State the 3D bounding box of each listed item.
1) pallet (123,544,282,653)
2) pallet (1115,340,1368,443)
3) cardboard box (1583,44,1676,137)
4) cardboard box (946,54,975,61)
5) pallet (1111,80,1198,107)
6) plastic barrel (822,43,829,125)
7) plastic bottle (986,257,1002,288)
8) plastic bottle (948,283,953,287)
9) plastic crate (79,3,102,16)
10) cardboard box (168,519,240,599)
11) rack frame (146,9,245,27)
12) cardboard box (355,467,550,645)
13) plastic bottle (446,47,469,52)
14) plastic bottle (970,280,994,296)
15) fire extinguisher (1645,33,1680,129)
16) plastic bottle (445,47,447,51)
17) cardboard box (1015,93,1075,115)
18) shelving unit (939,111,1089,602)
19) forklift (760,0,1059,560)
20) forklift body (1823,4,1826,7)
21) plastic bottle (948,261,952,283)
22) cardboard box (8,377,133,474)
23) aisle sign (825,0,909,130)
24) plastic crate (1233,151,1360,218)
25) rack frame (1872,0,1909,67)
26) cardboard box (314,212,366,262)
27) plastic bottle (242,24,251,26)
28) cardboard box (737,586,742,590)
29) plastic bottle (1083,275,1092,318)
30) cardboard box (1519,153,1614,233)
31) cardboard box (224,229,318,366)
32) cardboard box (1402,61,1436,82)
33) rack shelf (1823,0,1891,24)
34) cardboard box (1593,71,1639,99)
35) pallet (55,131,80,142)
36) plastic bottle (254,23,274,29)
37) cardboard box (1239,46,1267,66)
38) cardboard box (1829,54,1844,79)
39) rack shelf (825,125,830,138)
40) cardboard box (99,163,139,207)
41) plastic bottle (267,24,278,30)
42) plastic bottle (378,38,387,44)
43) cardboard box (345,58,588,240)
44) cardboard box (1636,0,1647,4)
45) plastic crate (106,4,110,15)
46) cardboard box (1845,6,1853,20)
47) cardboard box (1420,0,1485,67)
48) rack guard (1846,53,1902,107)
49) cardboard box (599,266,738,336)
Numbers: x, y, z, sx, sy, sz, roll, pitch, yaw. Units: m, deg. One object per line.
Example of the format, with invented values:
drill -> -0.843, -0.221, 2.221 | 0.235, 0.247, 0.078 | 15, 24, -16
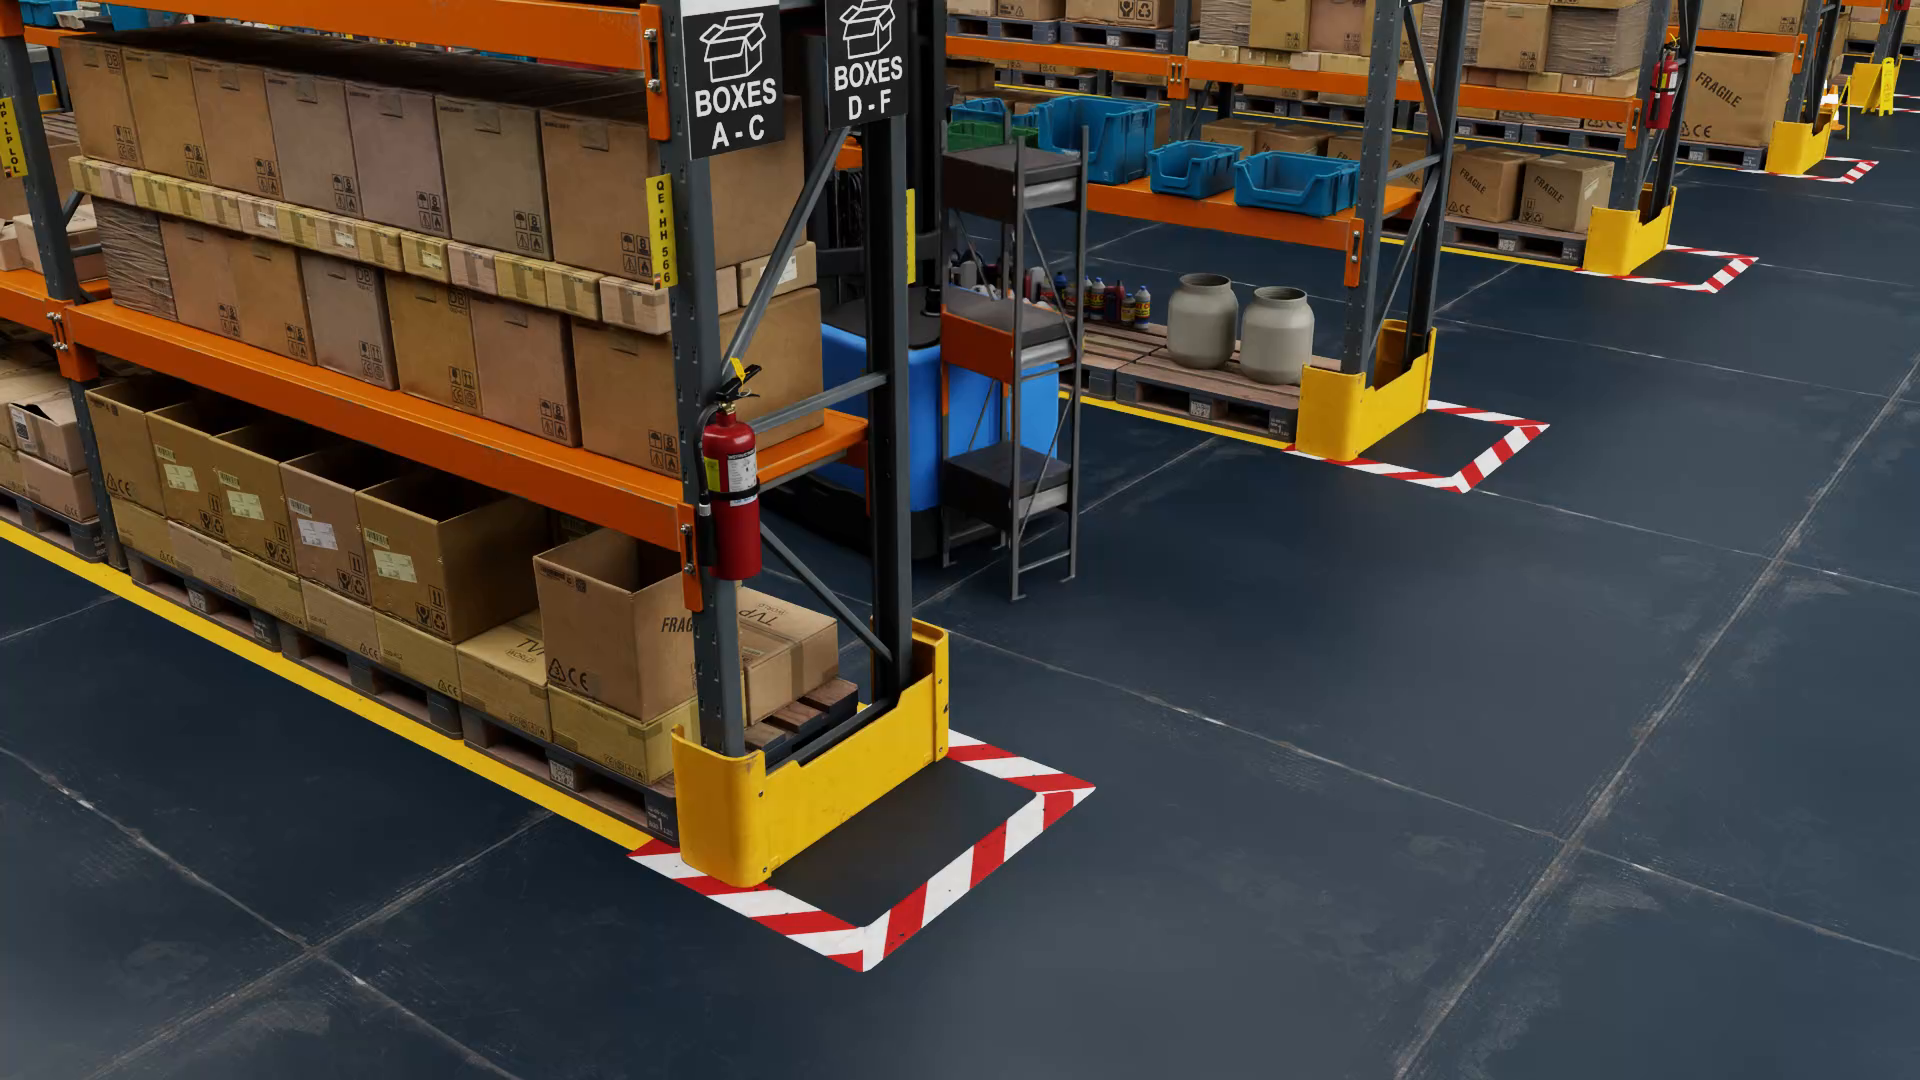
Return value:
pallet -> -3.114, 0.088, 7.788 | 1.213, 0.211, 1.003 | 17, 29, 33
pallet -> 1.713, -0.949, 10.142 | 1.213, 0.211, 1.003 | 17, 29, 33
cardboard box -> 7.187, -4.772, 17.475 | 0.875, 0.875, 0.875 | 16, 29, 32
cardboard box -> 0.157, -6.634, 22.165 | 0.500, 0.500, 0.500 | 17, 29, 34
pallet -> 2.659, -5.641, 20.791 | 1.213, 0.211, 1.003 | 17, 29, 33
plastic barrel -> -0.879, -3.411, 11.651 | 0.708, 0.901, 0.600 | 17, 29, 33
plastic bottle -> 0.245, -1.814, 11.470 | 0.133, 0.283, 0.061 | 19, 30, 37
plastic bottle -> -0.064, -1.545, 10.875 | 0.097, 0.271, 0.097 | 0, 24, 0
plastic crate -> -8.884, -5.461, 17.176 | 0.250, 0.136, 0.298 | 17, 29, 33
cardboard box -> -3.139, 0.005, 7.408 | 0.500, 0.250, 0.500 | 17, 29, 33
rack frame -> -7.153, -4.925, 15.709 | 0.127, 3.000, 1.000 | 17, 29, 33
cardboard box -> -1.941, 0.026, 6.430 | 0.500, 0.500, 0.500 | 17, 29, 33
plastic bottle -> -4.196, -4.061, 13.901 | 0.135, 0.276, 0.152 | 17, 29, 33
plastic bottle -> 0.136, -1.502, 10.679 | 0.185, 0.351, 0.144 | 17, 29, 33
fire extinguisher -> 5.235, -3.410, 12.365 | 0.183, 0.674, 0.296 | 17, 29, 33
plastic bottle -> -4.341, -4.208, 14.225 | 0.133, 0.283, 0.061 | 17, 29, 33
cardboard box -> 0.922, -4.058, 16.295 | 0.500, 0.500, 0.700 | 14, 27, 29
shelving unit -> 0.227, -0.805, 7.472 | 0.431, 2.100, 0.503 | -19, 30, -37
forklift -> -0.837, -1.762, 8.615 | 1.130, 2.935, 3.031 | -19, 30, -37
forklift body -> 11.725, -7.903, 23.519 | 1.214, 2.155, 2.313 | 17, 29, 33
plastic bottle -> -0.150, -1.871, 11.515 | 0.185, 0.351, 0.144 | 17, 29, 33
cardboard box -> -4.222, -0.590, 8.062 | 0.500, 0.311, 0.500 | 17, 29, 33
aisle sign -> -0.289, -1.699, 5.162 | 0.004, 0.787, 0.394 | 17, 29, 33
plastic crate -> 1.869, -1.980, 9.208 | 0.616, 0.251, 0.499 | 17, 29, 33
rack frame -> 11.363, -6.819, 20.006 | 0.127, 3.000, 1.000 | 17, 29, 33
cardboard box -> -2.187, -1.174, 6.266 | 0.250, 0.149, 0.380 | 16, 29, 33
plastic bottle -> -6.271, -4.410, 14.692 | 0.135, 0.276, 0.152 | 17, 29, 33
cardboard box -> -1.223, 0.319, 6.696 | 0.500, 0.250, 0.500 | 17, 29, 33
plastic bottle -> 0.831, -1.622, 11.050 | 0.097, 0.271, 0.097 | 0, 24, 0
cardboard box -> 4.930, -2.826, 13.524 | 0.500, 0.500, 0.500 | -20, 31, -38
cardboard box -> -2.542, -1.086, 6.871 | 0.500, 0.500, 0.700 | 17, 29, 34
cardboard box -> 3.804, -3.838, 13.552 | 0.250, 0.149, 0.380 | 17, 29, 33
rack shelf -> 9.763, -6.973, 21.249 | 4.000, 0.370, 1.077 | 17, 29, 33
cardboard box -> 5.068, -3.509, 12.805 | 0.250, 0.149, 0.380 | 17, 29, 33
pallet -> -8.745, -4.109, 17.315 | 1.213, 0.211, 1.003 | 17, 29, 33
plastic bottle -> -6.179, -4.459, 14.804 | 0.135, 0.276, 0.152 | 17, 29, 33
cardboard box -> 2.619, -4.209, 14.393 | 0.250, 0.149, 0.380 | 17, 29, 33
cardboard box -> 10.883, -6.037, 21.121 | 0.500, 0.250, 0.500 | 17, 29, 33
rack shelf -> -2.352, -3.145, 12.561 | 4.000, 0.370, 1.077 | 17, 29, 33
cardboard box -> -3.426, -1.548, 7.115 | 0.250, 0.149, 0.380 | 17, 29, 34
plastic bottle -> -6.308, -4.740, 15.348 | 0.185, 0.351, 0.144 | 17, 29, 33
plastic bottle -> -5.106, -4.424, 14.731 | 0.097, 0.271, 0.097 | 0, 24, 0
cardboard box -> -1.761, -1.443, 6.071 | 0.500, 0.500, 0.700 | 17, 29, 33
cardboard box -> 5.143, -4.482, 12.969 | 0.500, 0.500, 0.500 | 17, 29, 33
plastic crate -> -8.265, -5.327, 16.693 | 0.530, 0.282, 0.437 | 17, 29, 33
cardboard box -> 12.939, -7.844, 24.601 | 0.500, 0.250, 0.500 | 16, 28, 32
cardboard box -> 4.150, -4.162, 13.484 | 0.500, 0.500, 0.875 | 17, 29, 33
rack guard -> 11.302, -5.693, 20.552 | 0.348, 0.500, 1.175 | 17, 29, 33
cardboard box -> -0.945, -0.800, 5.417 | 0.250, 0.149, 0.380 | 16, 29, 32
